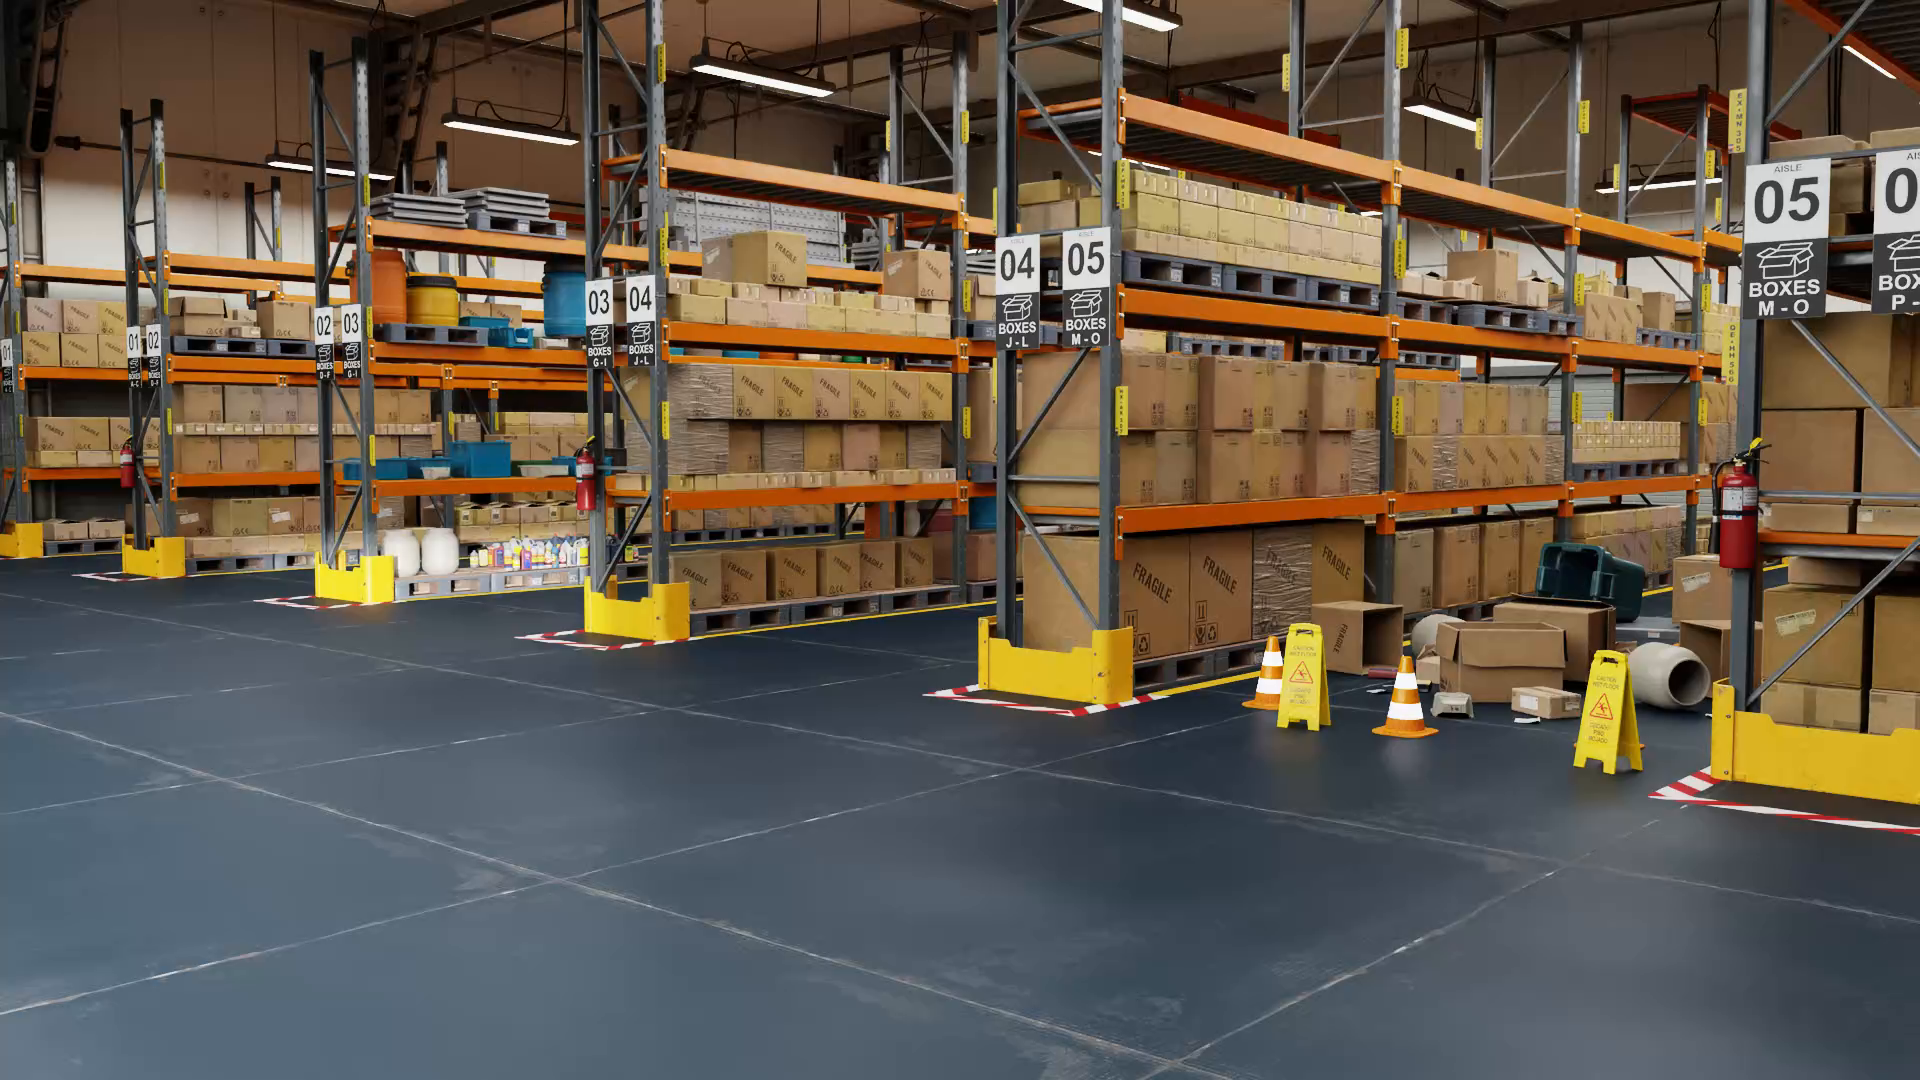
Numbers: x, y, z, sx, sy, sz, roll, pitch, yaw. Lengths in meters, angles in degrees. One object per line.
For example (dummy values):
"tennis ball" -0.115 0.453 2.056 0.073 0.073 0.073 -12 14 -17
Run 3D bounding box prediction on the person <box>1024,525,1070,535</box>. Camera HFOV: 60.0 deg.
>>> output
"person" 0.919 -0.015 17.216 0.409 1.482 0.759 2 4 26
